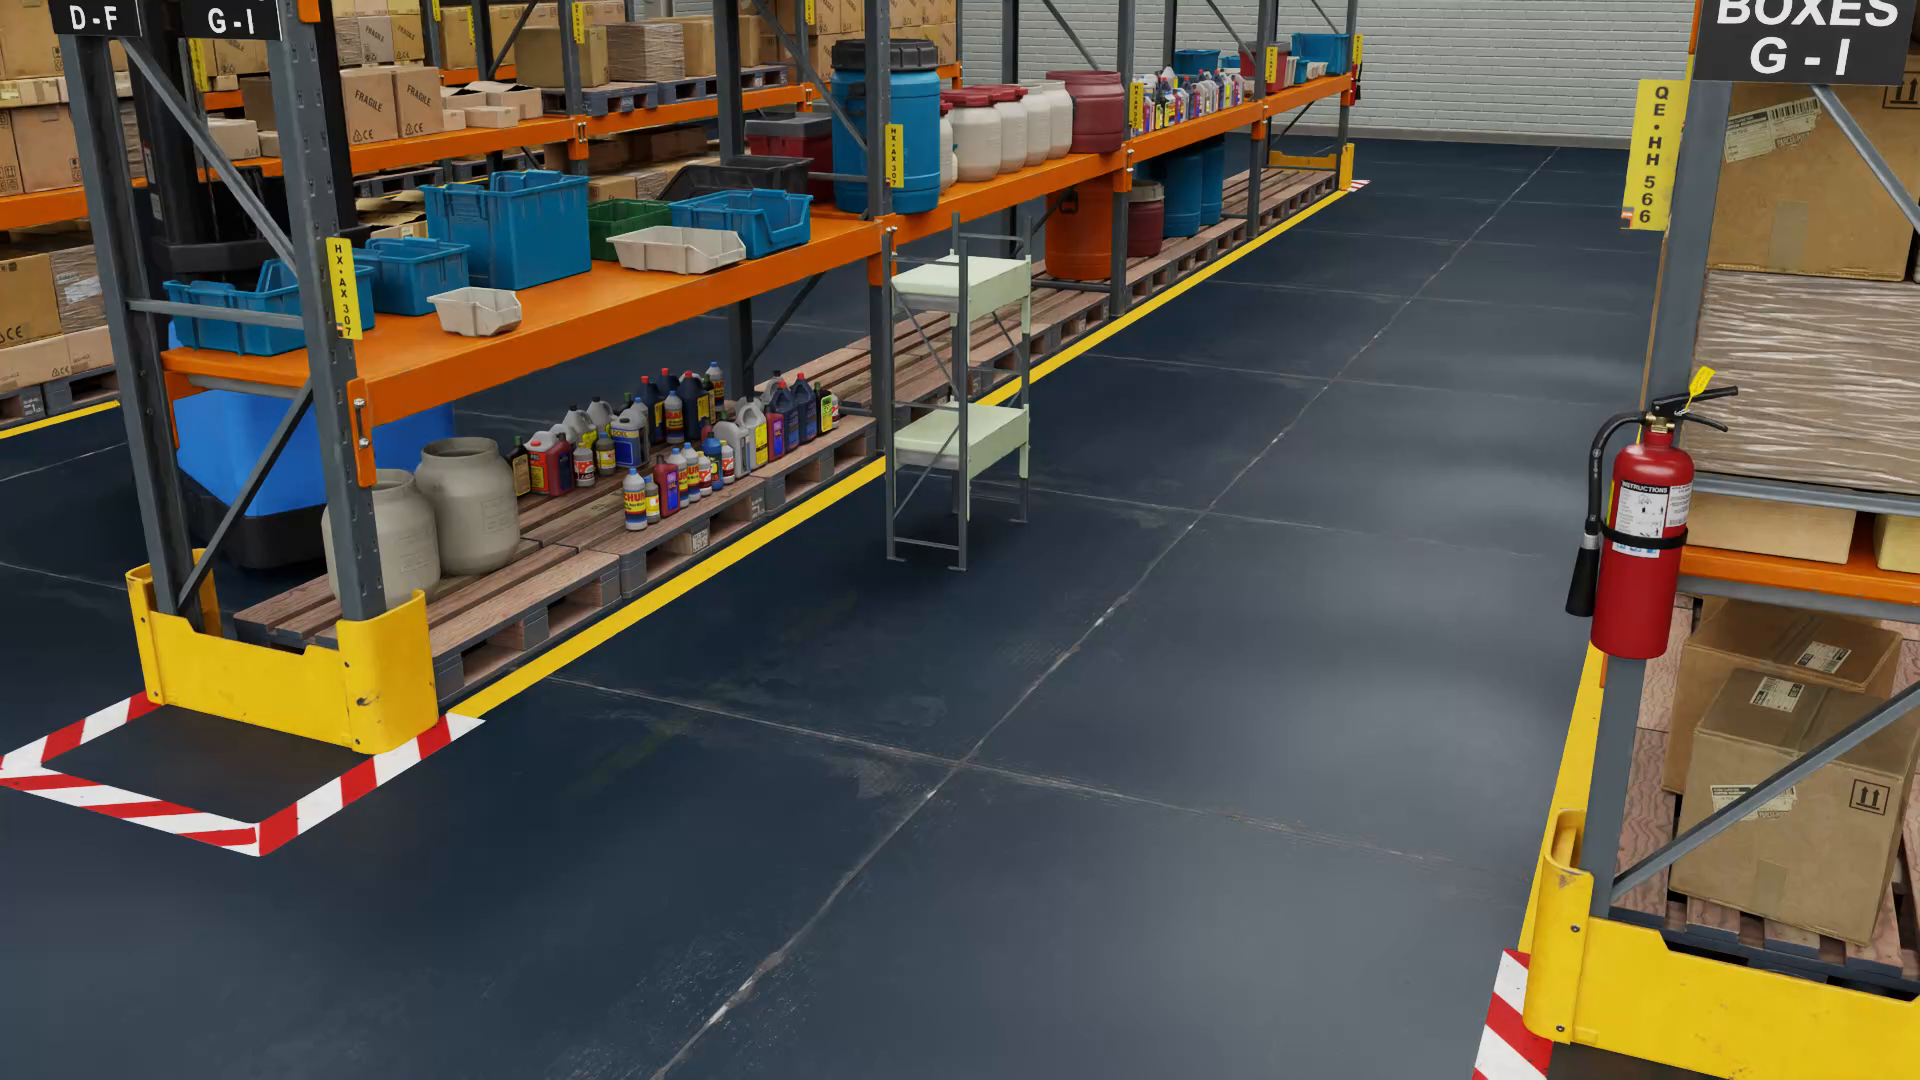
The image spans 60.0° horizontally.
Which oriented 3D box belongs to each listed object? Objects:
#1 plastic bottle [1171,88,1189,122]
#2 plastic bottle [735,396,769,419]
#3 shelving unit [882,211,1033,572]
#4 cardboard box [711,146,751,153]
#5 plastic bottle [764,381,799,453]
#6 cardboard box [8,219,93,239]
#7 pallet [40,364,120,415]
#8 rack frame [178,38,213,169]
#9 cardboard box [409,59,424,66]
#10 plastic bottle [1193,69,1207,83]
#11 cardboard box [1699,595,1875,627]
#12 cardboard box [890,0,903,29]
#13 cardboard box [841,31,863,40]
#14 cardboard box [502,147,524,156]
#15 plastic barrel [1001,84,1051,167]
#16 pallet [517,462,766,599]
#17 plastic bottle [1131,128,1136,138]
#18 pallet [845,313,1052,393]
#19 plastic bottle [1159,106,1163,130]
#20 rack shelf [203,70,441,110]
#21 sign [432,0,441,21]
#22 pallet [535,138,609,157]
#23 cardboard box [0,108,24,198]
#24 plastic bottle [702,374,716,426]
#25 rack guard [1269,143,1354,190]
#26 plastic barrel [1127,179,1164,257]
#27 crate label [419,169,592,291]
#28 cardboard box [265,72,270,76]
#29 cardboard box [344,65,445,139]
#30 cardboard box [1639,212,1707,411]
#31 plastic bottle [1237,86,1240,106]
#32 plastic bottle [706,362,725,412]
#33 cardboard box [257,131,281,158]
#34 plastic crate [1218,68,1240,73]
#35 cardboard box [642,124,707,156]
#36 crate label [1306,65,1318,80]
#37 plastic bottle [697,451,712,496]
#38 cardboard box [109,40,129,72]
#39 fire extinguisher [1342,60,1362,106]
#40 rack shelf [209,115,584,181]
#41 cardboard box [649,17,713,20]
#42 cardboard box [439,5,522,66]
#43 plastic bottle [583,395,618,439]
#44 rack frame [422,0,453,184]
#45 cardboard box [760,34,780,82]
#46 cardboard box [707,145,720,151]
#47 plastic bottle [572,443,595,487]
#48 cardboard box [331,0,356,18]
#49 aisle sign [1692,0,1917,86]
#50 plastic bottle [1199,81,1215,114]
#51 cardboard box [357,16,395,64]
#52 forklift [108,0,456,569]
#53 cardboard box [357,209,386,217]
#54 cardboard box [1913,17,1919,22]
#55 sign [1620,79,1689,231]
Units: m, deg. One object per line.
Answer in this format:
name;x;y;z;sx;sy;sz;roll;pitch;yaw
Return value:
plastic bottle;1.834;-3.654;13.952;0.152;0.276;0.135;9;21;23
plastic bottle;-1.069;-0.619;8.642;0.152;0.276;0.135;9;21;23
shelving unit;-0.003;-0.705;7.712;0.431;1.500;0.755;9;21;23
cardboard box;-2.236;-3.793;17.233;0.500;0.500;0.500;9;21;23
plastic bottle;-0.923;-0.642;8.594;0.144;0.351;0.185;7;21;20
cardboard box;-5.837;-1.815;10.955;0.500;0.500;0.500;9;21;23
pallet;-5.725;-1.107;10.767;1.003;0.211;1.213;9;21;23
rack frame;-5.361;-2.659;10.968;1.000;3.000;0.127;9;21;23
cardboard box;-6.486;-5.532;19.391;0.380;0.149;0.250;9;21;23
plastic bottle;2.147;-4.037;14.919;0.144;0.351;0.185;9;21;23
cardboard box;2.795;0.340;5.641;0.500;0.500;0.500;11;22;28
cardboard box;-1.003;-6.201;19.286;0.500;0.500;0.500;9;22;24
cardboard box;-1.421;-5.427;18.602;0.500;0.500;0.500;9;21;24
cardboard box;-5.998;-5.170;21.135;0.700;0.500;0.500;8;21;22
plastic barrel;0.395;-2.781;11.144;0.421;0.512;0.421;0;20;0
pallet;-1.655;-0.090;7.907;1.003;0.211;1.213;9;21;23
plastic bottle;1.266;-3.230;12.760;0.152;0.276;0.135;9;21;23
pallet;-0.060;-1.284;11.263;1.003;0.211;1.213;9;21;23
plastic bottle;1.583;-3.409;13.374;0.097;0.201;0.097;0;20;0
rack shelf;-7.425;-4.832;18.154;1.077;0.370;4.000;9;21;23
sign;-6.107;-6.219;19.371;0.100;0.325;0.005;9;21;23
pallet;-5.224;-5.436;22.940;1.003;0.211;1.213;9;21;23
cardboard box;-5.956;-2.254;9.681;0.700;0.500;0.500;9;21;24
plastic bottle;-1.384;-0.751;9.001;0.061;0.283;0.133;9;21;23
rack guard;4.068;-4.477;19.813;1.175;0.500;0.348;9;21;23
plastic barrel;1.441;-2.759;14.223;0.600;0.588;0.708;9;21;23
crate label;-1.975;-1.371;7.296;0.502;0.435;0.616;9;21;23
cardboard box;-7.397;-4.917;17.663;0.380;0.149;0.250;9;21;24
cardboard box;-4.396;-3.413;12.941;0.500;0.500;0.500;7;21;20
cardboard box;2.382;-0.596;4.576;0.875;0.500;0.500;9;21;23
plastic bottle;2.543;-4.126;15.389;0.097;0.201;0.097;0;20;0
plastic bottle;-1.374;-0.862;9.332;0.097;0.271;0.097;0;20;0
cardboard box;-4.812;-2.783;11.693;0.380;0.149;0.250;9;21;23
plastic crate;2.871;-4.901;17.577;0.293;0.136;0.466;9;21;23
cardboard box;-2.915;-4.067;16.882;0.500;0.250;0.500;9;21;23
crate label;3.678;-5.101;18.139;0.396;0.136;0.243;9;21;23
plastic bottle;-1.233;-0.321;7.914;0.097;0.201;0.097;0;20;0
cardboard box;-5.537;-3.180;10.350;0.700;0.500;0.500;9;21;23
fire extinguisher;4.546;-5.418;19.398;0.296;0.674;0.183;9;21;23
rack shelf;-4.542;-2.931;12.807;1.077;0.370;4.000;9;21;23
cardboard box;-2.707;-5.016;16.821;0.700;0.500;0.500;12;23;31
cardboard box;-6.065;-6.310;20.787;0.980;0.700;0.700;8;21;21
plastic bottle;-1.804;-0.559;8.362;0.144;0.351;0.185;8;21;22
rack frame;-6.606;-5.783;19.752;1.000;3.000;0.127;9;21;23
cardboard box;-2.115;-5.339;18.356;0.500;0.500;0.500;9;21;24
cardboard box;-2.714;-3.855;17.405;0.500;0.500;0.500;9;21;23
plastic bottle;-1.823;-0.370;8.051;0.097;0.201;0.097;0;20;0
cardboard box;-6.991;-5.844;18.182;0.500;0.250;0.500;9;21;24
aisle sign;1.738;-1.322;3.331;0.394;0.787;0.004;9;21;23
plastic bottle;2.154;-3.893;14.624;0.152;0.276;0.135;9;21;23
cardboard box;-6.765;-5.646;18.746;0.500;0.500;0.500;9;21;23
forklift;-3.677;-1.676;8.306;1.130;2.935;3.031;-15;25;-36
cardboard box;-4.834;-2.454;13.031;0.500;0.311;0.500;8;21;22
cardboard box;3.332;-1.475;5.556;0.500;0.500;0.500;9;21;23
sign;1.539;-0.852;3.689;0.100;0.325;0.005;9;21;23
